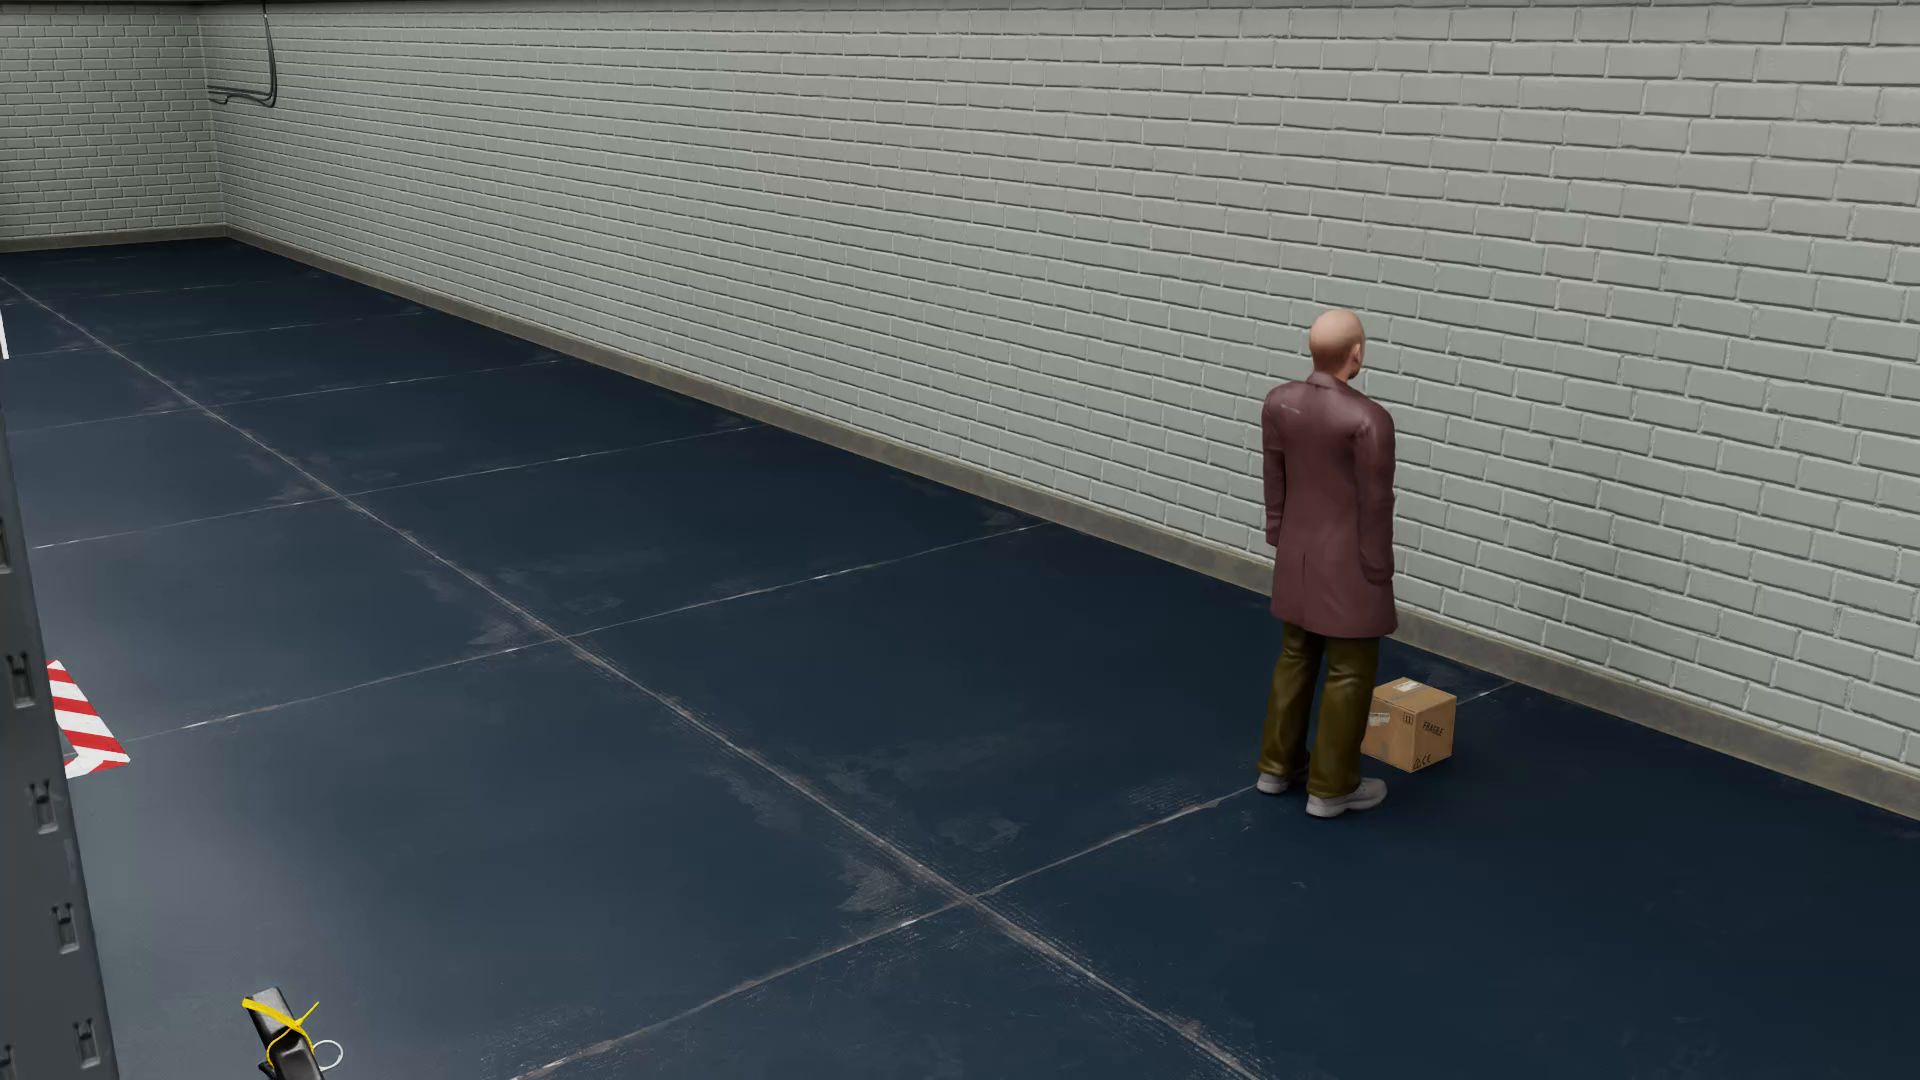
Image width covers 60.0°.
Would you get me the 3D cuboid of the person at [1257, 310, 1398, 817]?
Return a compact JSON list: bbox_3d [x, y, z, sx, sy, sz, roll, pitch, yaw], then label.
[{"bbox_3d":[1.298,0.073,5.853,0.377,1.779,0.561,-13,21,-35],"label":"person"}]
